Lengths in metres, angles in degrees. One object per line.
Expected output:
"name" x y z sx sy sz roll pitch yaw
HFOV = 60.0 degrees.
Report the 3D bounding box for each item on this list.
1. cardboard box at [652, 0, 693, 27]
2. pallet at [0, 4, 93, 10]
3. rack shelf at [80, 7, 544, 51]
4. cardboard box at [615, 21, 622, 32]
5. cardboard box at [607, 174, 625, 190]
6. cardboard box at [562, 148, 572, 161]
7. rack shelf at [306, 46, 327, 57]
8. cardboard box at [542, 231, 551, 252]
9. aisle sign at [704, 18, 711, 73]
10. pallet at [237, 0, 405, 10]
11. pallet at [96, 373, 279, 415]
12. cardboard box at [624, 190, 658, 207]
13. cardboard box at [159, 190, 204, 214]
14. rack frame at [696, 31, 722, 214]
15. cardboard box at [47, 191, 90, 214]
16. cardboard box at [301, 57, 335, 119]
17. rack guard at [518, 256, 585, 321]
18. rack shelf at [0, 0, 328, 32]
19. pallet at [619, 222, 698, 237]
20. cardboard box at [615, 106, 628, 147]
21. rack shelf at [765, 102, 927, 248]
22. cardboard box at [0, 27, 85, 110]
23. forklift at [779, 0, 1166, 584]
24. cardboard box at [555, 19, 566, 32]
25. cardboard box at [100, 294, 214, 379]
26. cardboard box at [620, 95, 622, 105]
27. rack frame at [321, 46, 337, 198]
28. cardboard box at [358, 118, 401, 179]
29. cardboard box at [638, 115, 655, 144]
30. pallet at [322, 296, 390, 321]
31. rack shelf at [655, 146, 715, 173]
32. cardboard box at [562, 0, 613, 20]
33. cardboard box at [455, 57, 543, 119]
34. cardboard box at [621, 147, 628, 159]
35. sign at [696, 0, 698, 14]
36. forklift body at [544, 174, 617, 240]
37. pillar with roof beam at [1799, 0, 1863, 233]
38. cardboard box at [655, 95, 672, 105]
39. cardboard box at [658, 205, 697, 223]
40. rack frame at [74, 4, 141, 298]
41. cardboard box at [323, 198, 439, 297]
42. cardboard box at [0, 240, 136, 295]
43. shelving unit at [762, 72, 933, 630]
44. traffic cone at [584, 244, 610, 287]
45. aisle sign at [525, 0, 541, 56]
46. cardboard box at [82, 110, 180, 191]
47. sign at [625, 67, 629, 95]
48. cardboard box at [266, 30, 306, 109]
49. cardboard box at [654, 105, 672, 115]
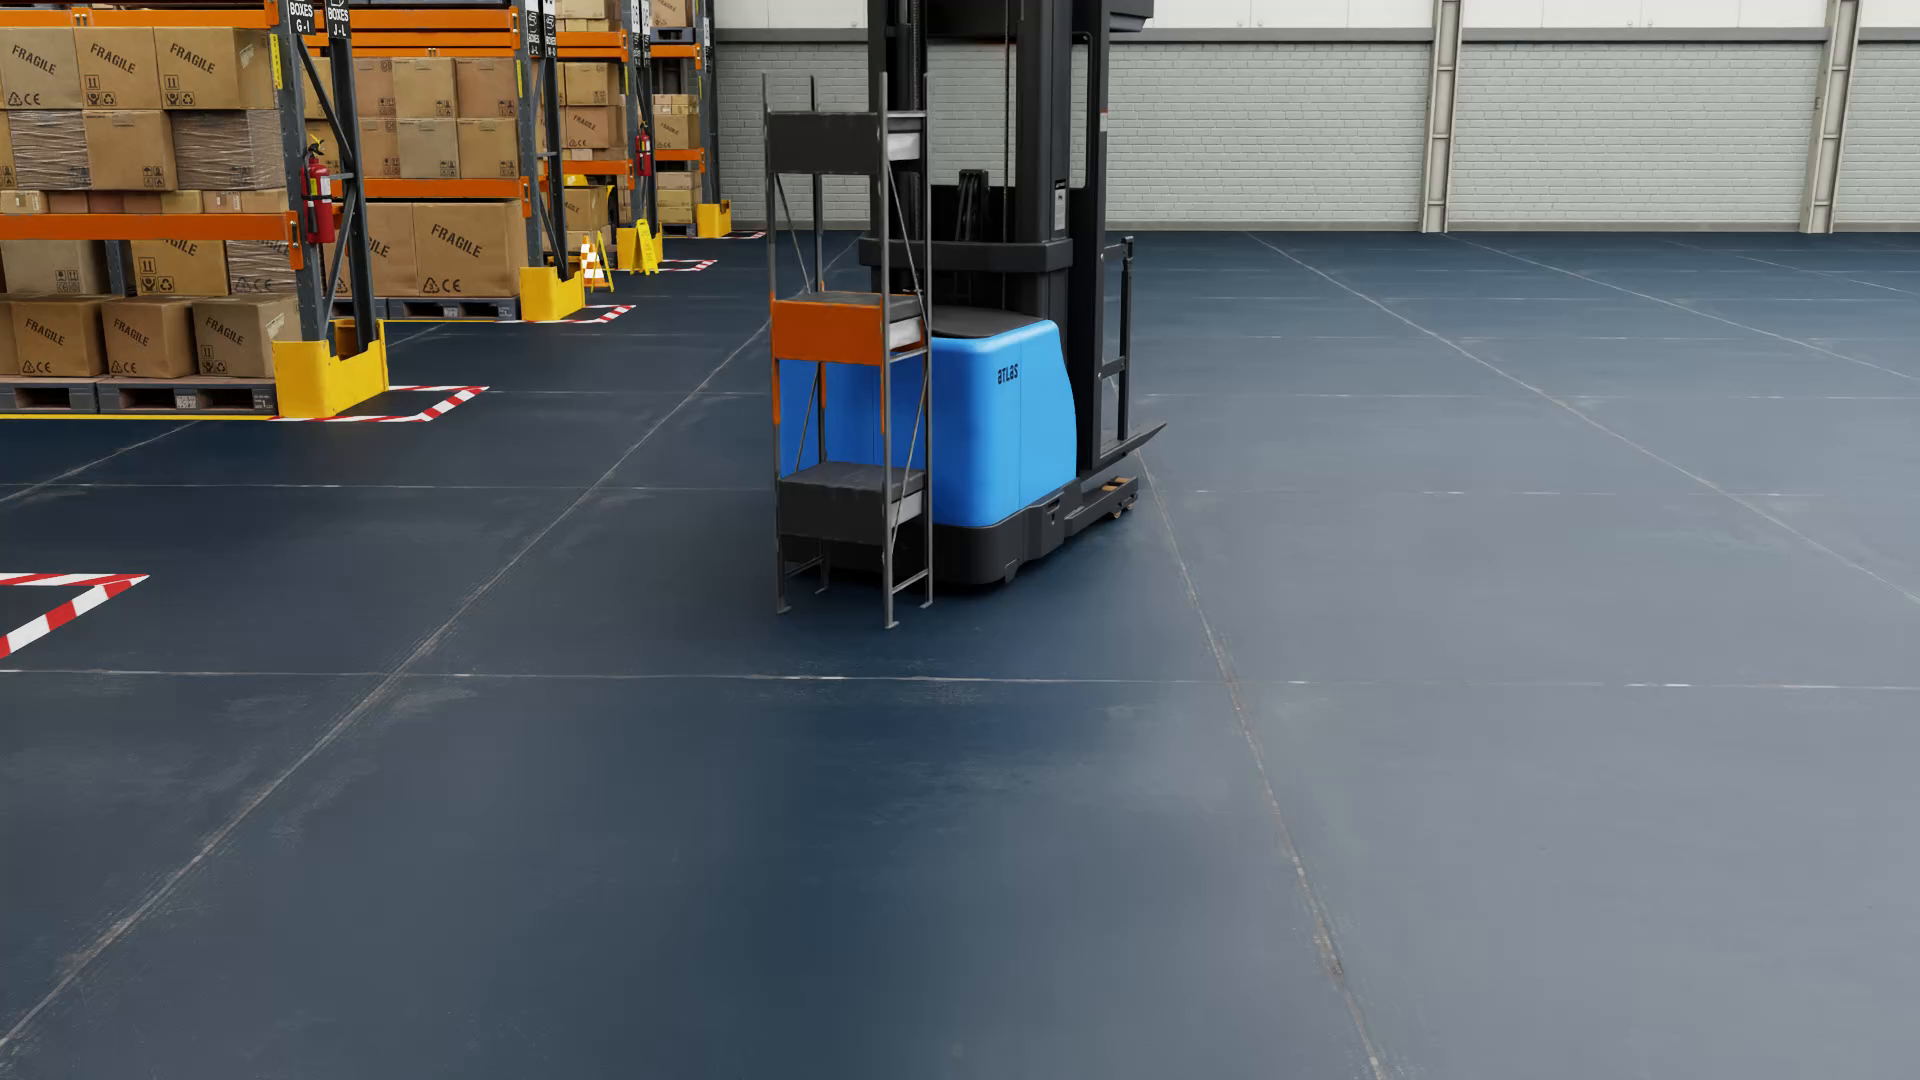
"cardboard box" -4.276 -7.877 24.721 0.500 0.500 0.500 1 15 3
"pallet" -8.892 -5.035 15.538 1.217 0.209 0.805 0 15 -1
"rack shelf" -5.975 -4.773 15.581 4.000 0.370 1.077 0 15 1
"cardboard box" -4.273 -6.334 20.581 0.250 0.149 0.380 0 15 1
"cardboard box" -5.310 -5.469 25.297 0.500 0.250 0.500 1 15 2
"cardboard box" -4.841 -4.727 20.370 0.250 0.149 0.380 0 15 0
"rack shelf" -9.948 -6.062 20.467 4.000 0.370 1.077 0 15 1
"cardboard box" -5.283 -3.736 20.687 0.500 0.250 0.500 0 15 2
"aisle sign" -3.769 -7.368 24.790 0.004 0.787 0.394 0 15 1
"pallet" -5.940 -5.074 15.487 1.213 0.211 1.003 0 15 1
"pallet" -5.090 -1.060 11.442 1.213 0.211 1.003 0 15 1
"cardboard box" -4.823 -5.231 25.374 0.500 0.250 0.500 0 15 1
"cardboard box" -4.994 -2.211 10.833 0.250 0.149 0.380 0 15 1
"rack frame" -3.827 -6.186 25.408 0.127 3.000 1.000 0 15 1
"cardboard box" -5.743 -2.225 10.885 0.250 0.149 0.380 0 15 1
"cardboard box" -5.987 -4.253 15.669 0.500 0.550 0.875 0 15 1
"rack guard" -3.951 -2.449 16.141 0.348 0.500 1.175 0 15 1
"rack shelf" -6.202 -3.509 10.789 4.000 0.370 1.077 0 15 1
"pallet" -4.592 -4.832 25.742 1.213 0.211 1.003 0 15 1
"cardboard box" -4.416 -5.186 20.839 0.500 0.500 0.500 0 15 1
"rack shelf" -0.424 -1.400 6.334 0.480 0.518 0.431 7 16 24
"cardboard box" -5.759 -3.015 10.649 0.500 0.500 0.500 0 15 1
"forklift" 0.257 -1.563 8.019 1.130 2.935 3.031 7 16 23
"cardboard box" -4.828 -6.184 20.011 0.250 0.149 0.380 1 15 3
"cardboard box" -5.425 -1.391 11.309 0.500 0.500 0.500 4 15 16
"cardboard box" -5.210 -6.623 25.013 0.250 0.149 0.380 1 15 3
"rack frame" -7.949 -4.946 20.708 0.127 3.000 1.000 0 15 1
"cardboard box" -5.454 -3.754 15.896 0.550 0.550 0.875 0 15 1
"cardboard box" -4.844 -6.177 25.175 0.500 0.500 0.500 1 15 3
"pallet" -5.993 -2.303 16.155 1.213 0.211 1.003 0 15 1
"rack shelf" -5.826 -5.851 25.549 4.000 0.370 1.077 0 15 1
"cardboard box" -4.468 -6.377 19.960 0.500 0.250 0.500 0 15 1
"cardboard box" -4.345 -4.264 15.712 0.550 0.550 0.875 0 15 1
"cardboard box" -4.284 -4.854 20.850 0.250 0.149 0.380 0 15 2
"sign" -3.855 -7.888 24.398 0.005 0.325 0.100 0 15 1
"forklift body" -5.769 -5.323 23.799 1.214 2.155 2.313 0 15 1
"pillar with roof beam" 13.384 -8.106 20.925 0.400 9.000 9.100 0 15 1
"cardboard box" -4.438 -6.634 25.055 0.250 0.149 0.380 0 15 2
"cardboard box" -4.305 -4.982 25.411 0.500 0.250 0.500 0 15 2
"rack frame" -7.974 -3.683 15.921 0.127 3.000 1.000 0 15 1
"cardboard box" -5.535 -2.826 16.012 0.875 0.875 0.875 0 15 1
"cardboard box" -8.597 -2.780 16.083 0.750 0.750 1.050 0 15 1
"shelving unit" -0.424 -0.735 6.507 0.503 2.100 0.431 7 16 24
"traffic cone" -4.101 -3.082 18.616 0.334 0.463 0.336 0 15 1
"aisle sign" -3.912 -4.837 15.199 0.004 0.787 0.394 0 15 1
"cardboard box" -5.255 -2.569 10.916 0.500 0.500 0.875 0 15 1
"sign" -3.984 -5.492 19.885 0.005 0.325 0.100 0 15 1
"cardboard box" -4.746 -3.142 11.129 0.500 0.500 0.500 0 15 1
"cardboard box" -4.437 -6.473 25.027 0.250 0.149 0.380 1 15 2
